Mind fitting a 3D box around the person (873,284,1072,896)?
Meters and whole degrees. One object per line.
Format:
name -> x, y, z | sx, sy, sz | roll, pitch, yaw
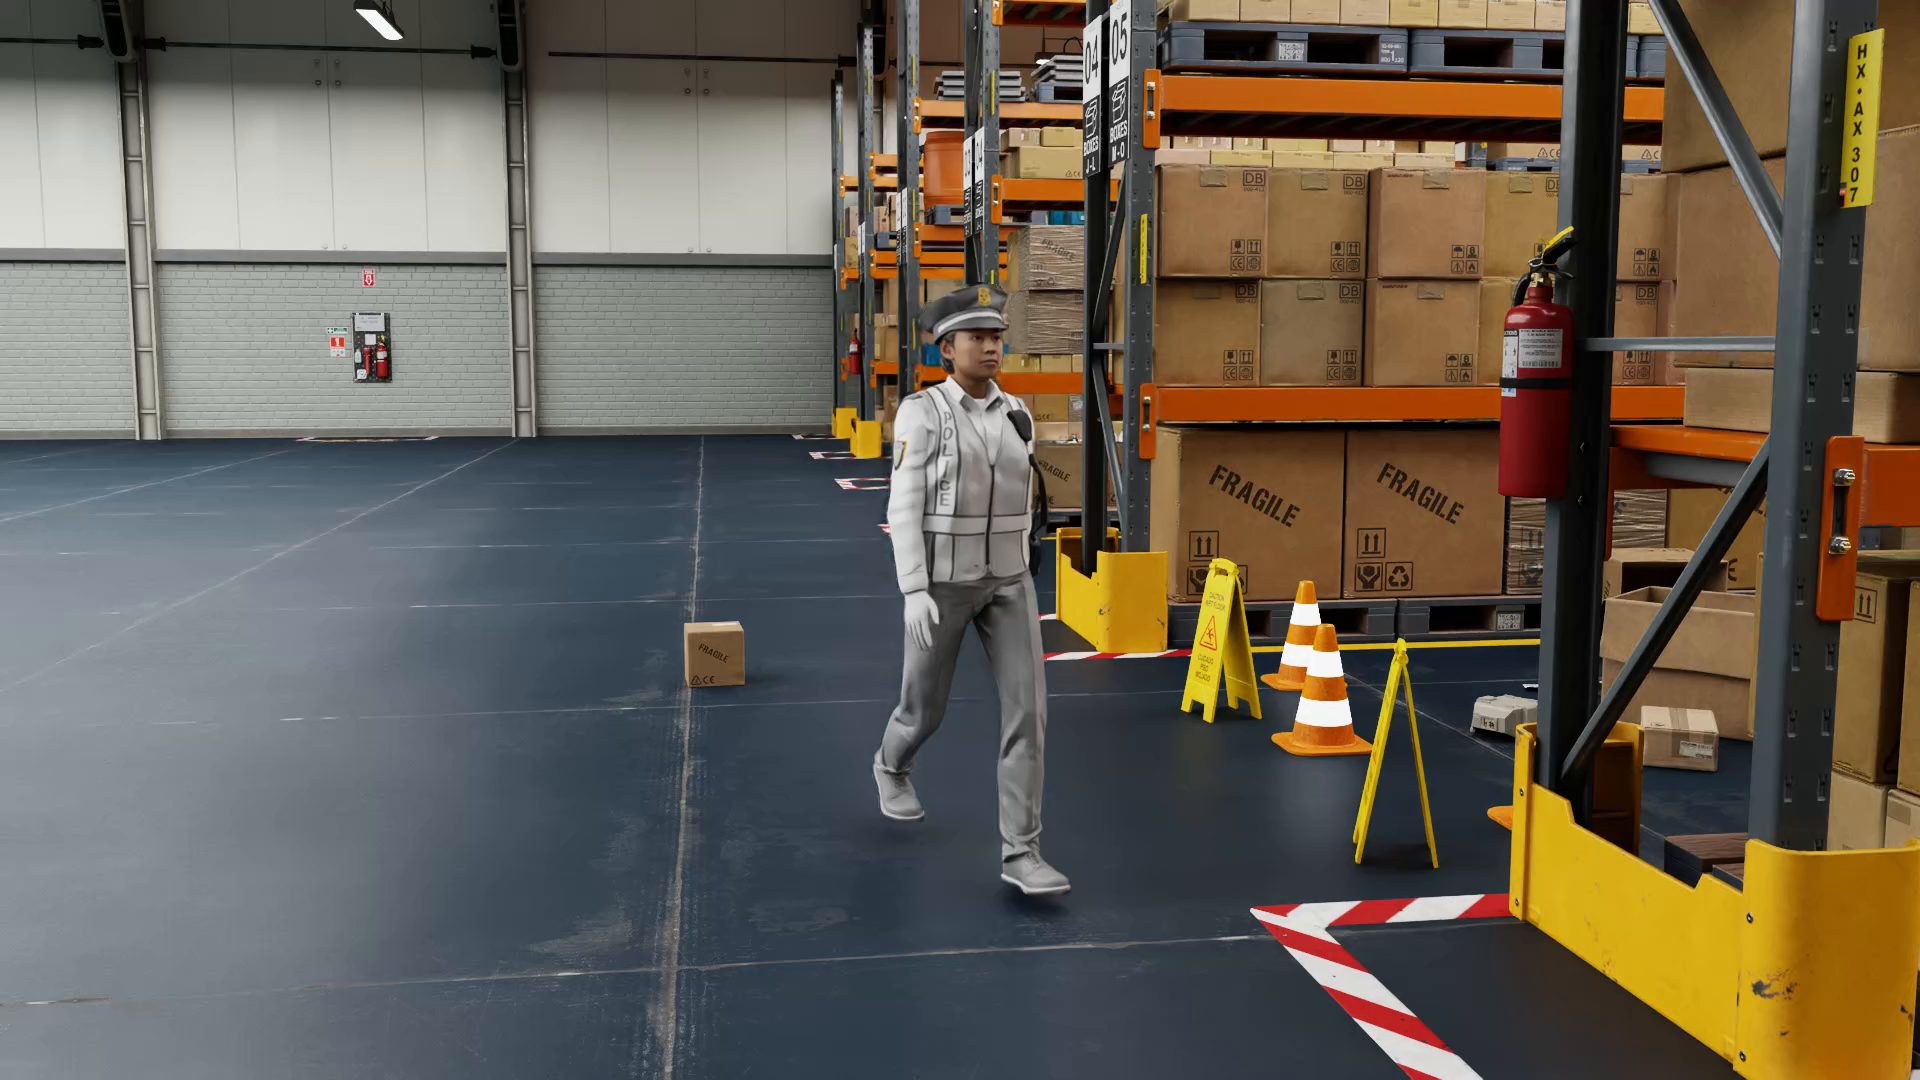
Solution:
person -> 0.010, 0.110, 4.697 | 0.479, 1.647, 0.938 | -3, 7, -22
